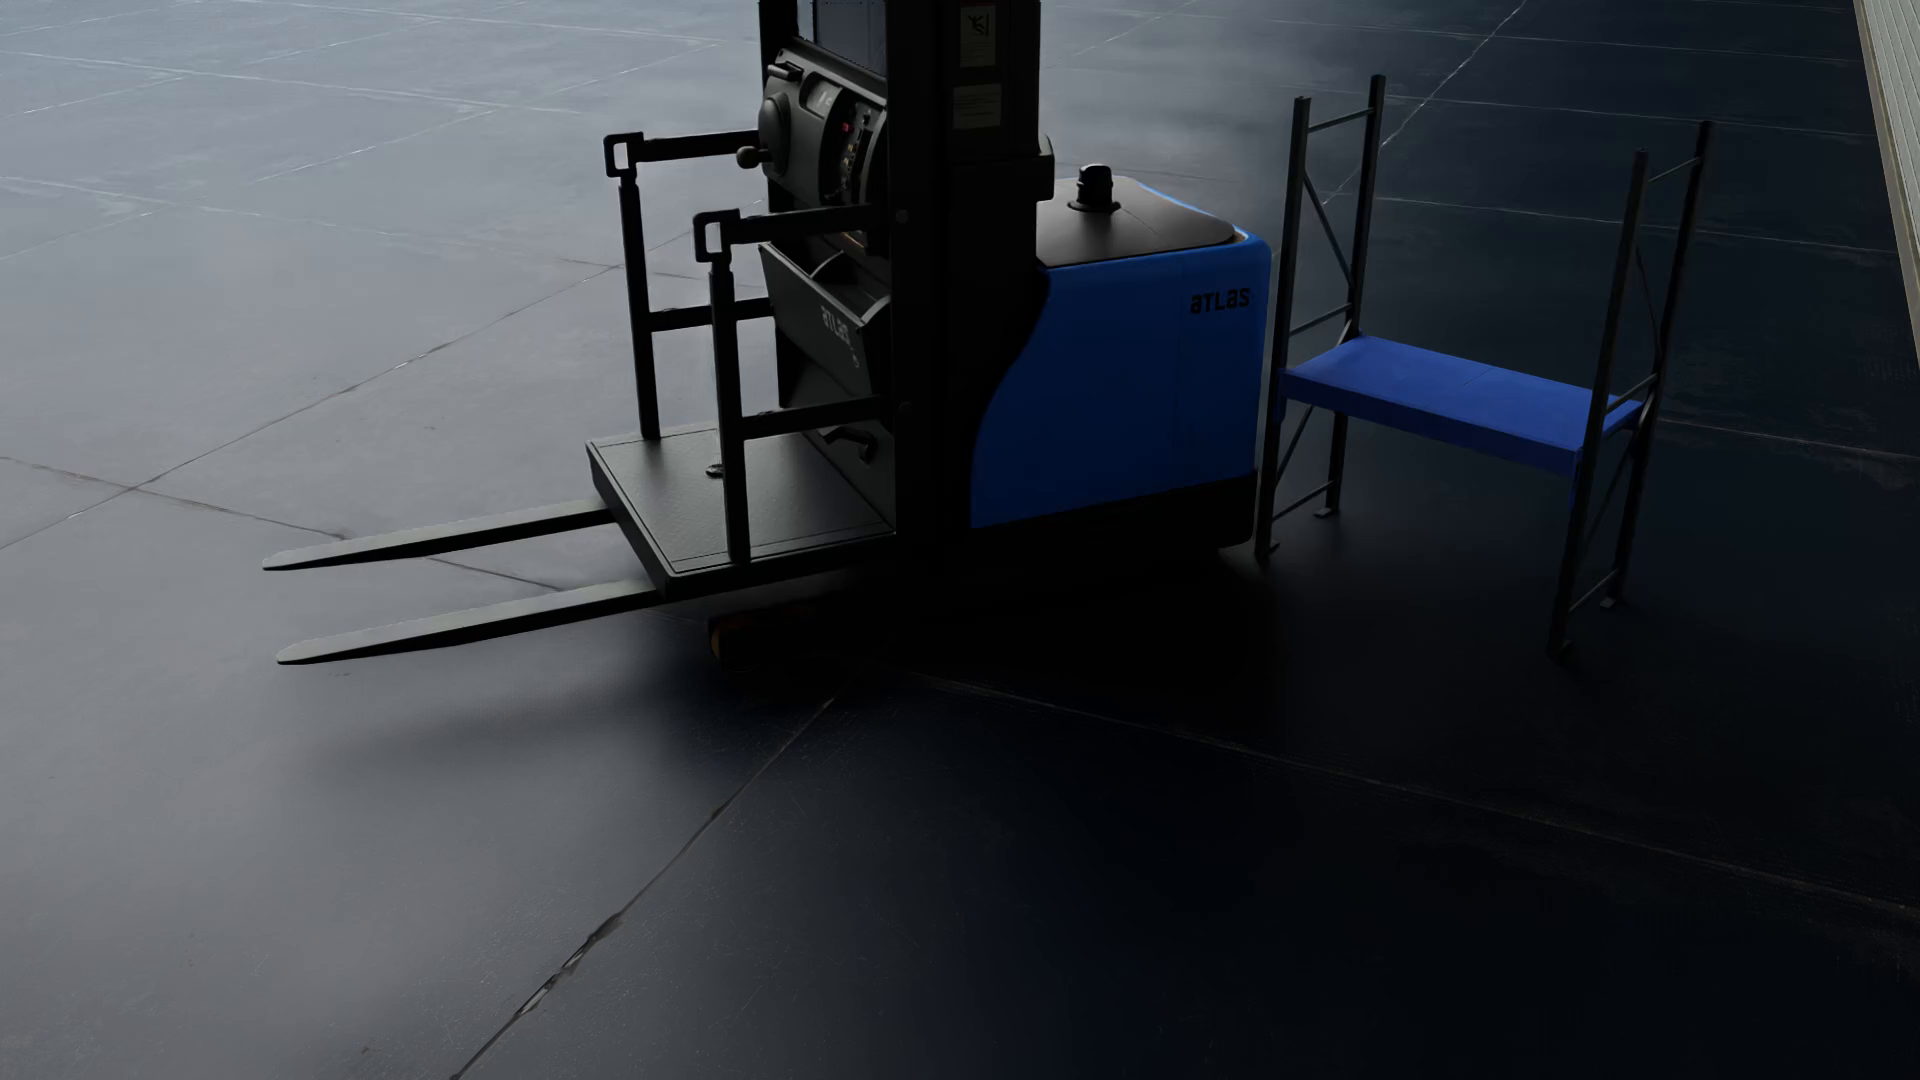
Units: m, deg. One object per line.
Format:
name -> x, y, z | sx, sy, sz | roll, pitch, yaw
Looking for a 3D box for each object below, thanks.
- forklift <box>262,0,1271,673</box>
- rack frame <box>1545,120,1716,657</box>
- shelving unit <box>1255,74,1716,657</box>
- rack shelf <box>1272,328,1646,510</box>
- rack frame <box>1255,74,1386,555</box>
forklift -> -0.589, -1.191, 4.753 | 3.031, 2.935, 1.130 | -11, 28, -22
rack frame -> 1.925, -0.412, 4.791 | 0.032, 1.500, 0.500 | 21, 33, 36
shelving unit -> 1.544, -0.561, 5.093 | 1.048, 1.500, 0.538 | 21, 33, 36
rack shelf -> 1.544, -0.400, 5.172 | 1.000, 0.185, 0.538 | 21, 33, 36
rack frame -> 1.164, -0.710, 5.395 | 0.032, 1.500, 0.500 | 21, 33, 36
